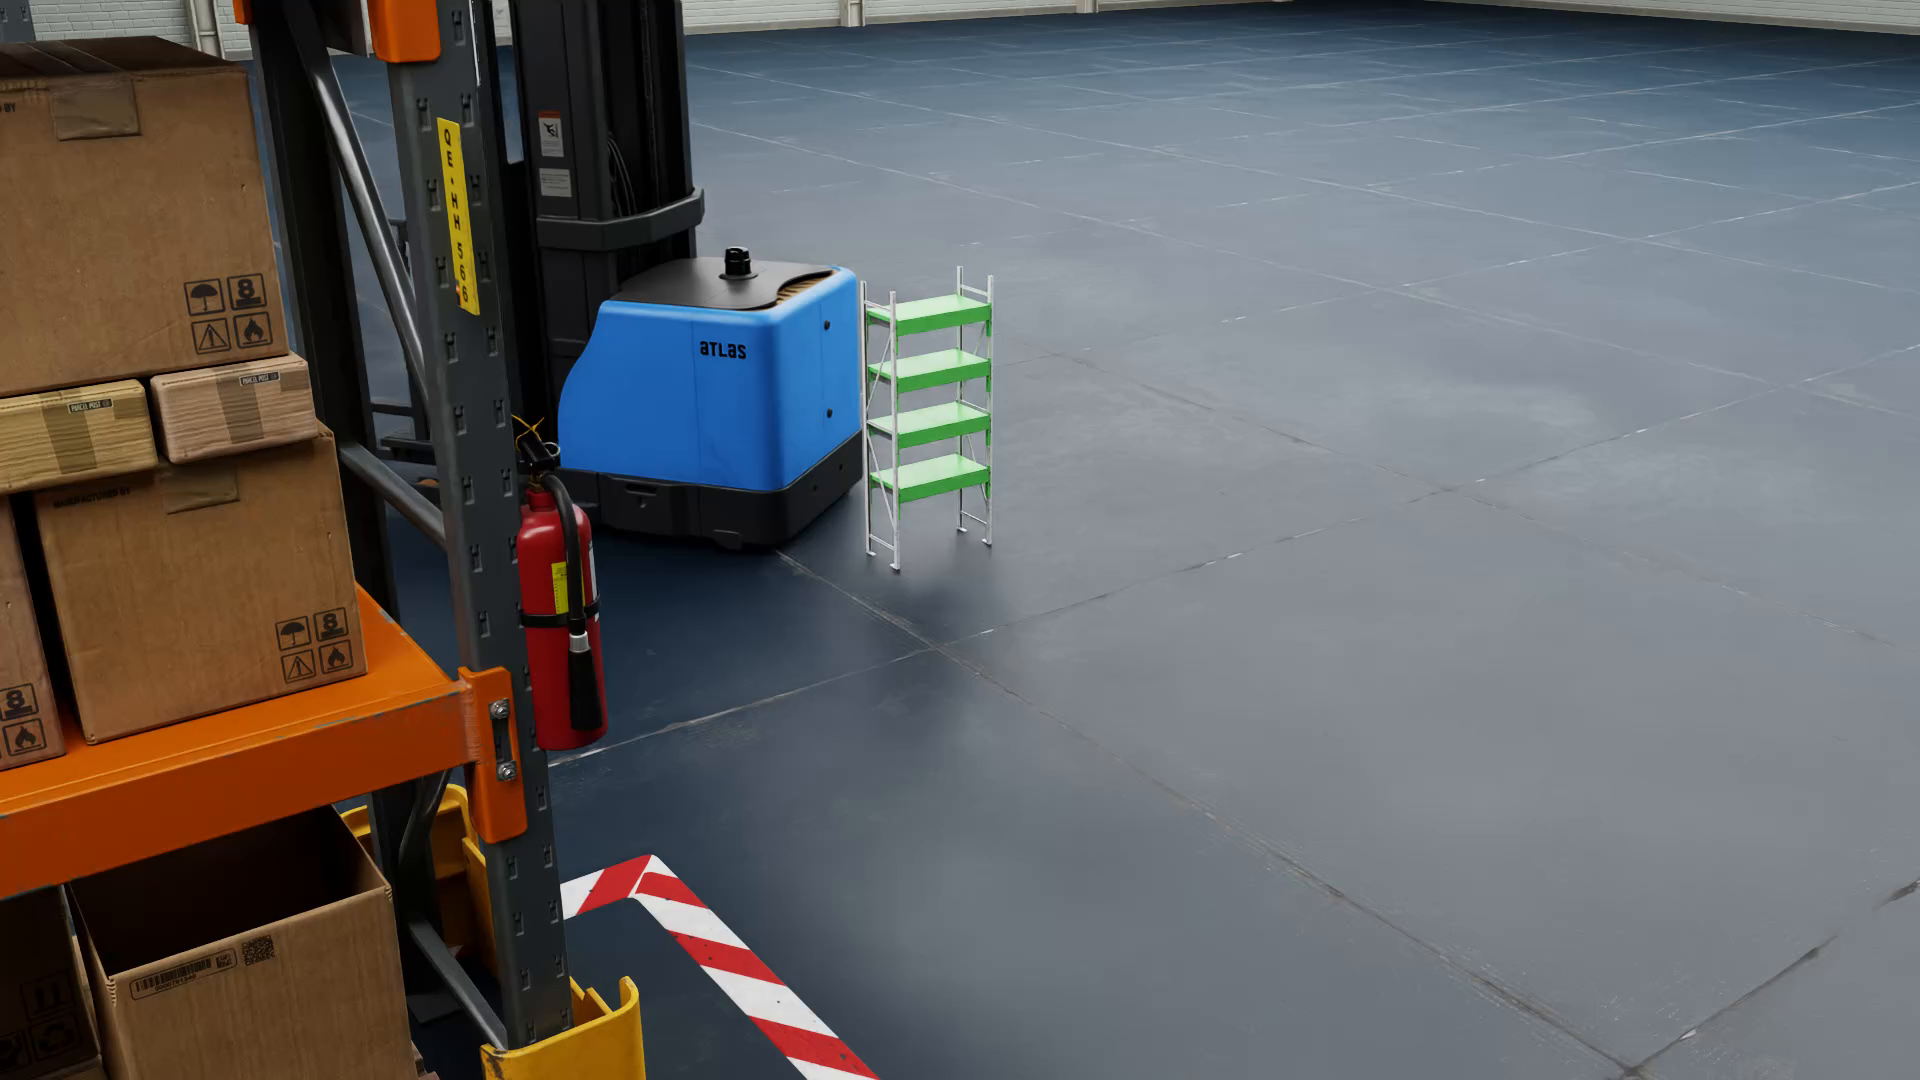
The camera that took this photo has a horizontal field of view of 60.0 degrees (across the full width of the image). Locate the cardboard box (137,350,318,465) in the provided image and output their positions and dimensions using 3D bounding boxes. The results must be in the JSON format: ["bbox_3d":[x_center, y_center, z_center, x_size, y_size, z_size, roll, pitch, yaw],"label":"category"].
[{"bbox_3d":[-1.366,-0.279,3.039,0.250,0.149,0.380,-15,26,-34],"label":"cardboard box"}]

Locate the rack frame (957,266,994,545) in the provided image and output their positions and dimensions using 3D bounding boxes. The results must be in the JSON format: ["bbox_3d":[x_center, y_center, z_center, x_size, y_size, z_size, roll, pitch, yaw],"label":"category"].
[{"bbox_3d":[0.064,-0.574,7.217,0.015,1.200,0.240,-15,26,-33],"label":"rack frame"}]

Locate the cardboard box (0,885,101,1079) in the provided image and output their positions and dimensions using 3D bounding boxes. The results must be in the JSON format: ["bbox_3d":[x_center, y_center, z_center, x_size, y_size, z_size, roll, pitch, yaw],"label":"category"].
[{"bbox_3d":[-2.137,0.820,3.426,0.500,0.500,0.500,-15,26,-33],"label":"cardboard box"}]

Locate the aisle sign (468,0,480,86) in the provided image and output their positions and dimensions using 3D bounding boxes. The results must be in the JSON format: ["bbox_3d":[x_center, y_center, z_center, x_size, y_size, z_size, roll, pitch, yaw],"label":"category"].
[{"bbox_3d":[-0.942,-1.205,2.861,0.004,0.787,0.394,-15,26,-33],"label":"aisle sign"}]

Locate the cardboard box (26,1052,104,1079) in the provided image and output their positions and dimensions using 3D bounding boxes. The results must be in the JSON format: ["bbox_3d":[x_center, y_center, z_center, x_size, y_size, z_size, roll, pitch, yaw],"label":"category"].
[{"bbox_3d":[-2.136,1.169,3.564,0.500,0.250,0.500,-15,26,-33],"label":"cardboard box"}]

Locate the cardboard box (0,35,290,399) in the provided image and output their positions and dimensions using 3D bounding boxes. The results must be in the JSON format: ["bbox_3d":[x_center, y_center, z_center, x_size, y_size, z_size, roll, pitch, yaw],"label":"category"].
[{"bbox_3d":[-1.597,-0.612,2.998,0.500,0.500,0.700,-15,26,-33],"label":"cardboard box"}]

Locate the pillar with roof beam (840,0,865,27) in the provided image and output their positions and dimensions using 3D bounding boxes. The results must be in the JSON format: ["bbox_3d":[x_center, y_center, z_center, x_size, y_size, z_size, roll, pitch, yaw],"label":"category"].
[{"bbox_3d":[0.395,-13.035,27.919,0.400,9.000,9.100,-15,26,-33],"label":"pillar with roof beam"}]

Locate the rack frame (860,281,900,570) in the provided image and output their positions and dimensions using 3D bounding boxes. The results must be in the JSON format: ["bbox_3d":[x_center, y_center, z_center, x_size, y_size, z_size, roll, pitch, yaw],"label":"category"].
[{"bbox_3d":[-0.332,-0.469,6.952,0.015,1.200,0.240,-15,26,-33],"label":"rack frame"}]

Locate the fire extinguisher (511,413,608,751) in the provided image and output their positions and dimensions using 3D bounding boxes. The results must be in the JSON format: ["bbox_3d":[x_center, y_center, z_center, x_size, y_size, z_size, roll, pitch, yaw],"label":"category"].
[{"bbox_3d":[-0.800,0.078,3.257,0.183,0.674,0.296,-15,26,-33],"label":"fire extinguisher"}]

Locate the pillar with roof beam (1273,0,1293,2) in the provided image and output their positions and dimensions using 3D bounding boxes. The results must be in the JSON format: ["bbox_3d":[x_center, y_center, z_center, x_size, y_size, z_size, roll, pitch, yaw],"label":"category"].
[{"bbox_3d":[10.136,-15.632,34.429,0.400,9.000,9.100,-15,26,-33],"label":"pillar with roof beam"}]

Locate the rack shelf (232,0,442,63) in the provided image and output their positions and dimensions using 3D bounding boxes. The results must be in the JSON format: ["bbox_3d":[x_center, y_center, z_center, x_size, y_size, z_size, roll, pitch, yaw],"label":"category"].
[{"bbox_3d":[-2.791,-0.698,2.022,4.000,0.370,1.077,-15,26,-33],"label":"rack shelf"}]

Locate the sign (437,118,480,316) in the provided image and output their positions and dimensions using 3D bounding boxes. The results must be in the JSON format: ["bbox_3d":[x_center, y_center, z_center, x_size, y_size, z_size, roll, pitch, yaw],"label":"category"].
[{"bbox_3d":[-0.862,-0.553,2.854,0.005,0.325,0.100,-15,26,-33],"label":"sign"}]

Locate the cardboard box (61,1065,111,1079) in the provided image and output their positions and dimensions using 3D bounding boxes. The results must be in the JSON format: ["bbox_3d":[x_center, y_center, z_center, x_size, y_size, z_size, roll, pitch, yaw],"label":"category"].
[{"bbox_3d":[-1.829,1.327,3.167,0.500,0.250,0.500,-15,26,-33],"label":"cardboard box"}]

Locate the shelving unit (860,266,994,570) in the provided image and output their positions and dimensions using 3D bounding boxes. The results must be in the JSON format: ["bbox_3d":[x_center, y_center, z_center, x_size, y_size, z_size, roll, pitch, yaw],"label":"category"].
[{"bbox_3d":[-0.134,-0.521,7.084,0.503,1.200,0.258,-15,26,-33],"label":"shelving unit"}]

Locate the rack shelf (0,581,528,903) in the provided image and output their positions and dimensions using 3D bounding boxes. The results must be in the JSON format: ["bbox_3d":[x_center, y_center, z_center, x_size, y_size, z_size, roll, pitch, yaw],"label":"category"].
[{"bbox_3d":[-2.791,0.695,2.577,4.000,0.370,1.077,-15,26,-33],"label":"rack shelf"}]

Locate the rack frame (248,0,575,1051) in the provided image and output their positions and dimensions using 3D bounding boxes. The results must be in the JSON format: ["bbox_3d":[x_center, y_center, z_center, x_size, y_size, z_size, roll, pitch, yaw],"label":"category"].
[{"bbox_3d":[-1.167,-0.072,3.529,0.127,3.000,1.000,-15,26,-33],"label":"rack frame"}]

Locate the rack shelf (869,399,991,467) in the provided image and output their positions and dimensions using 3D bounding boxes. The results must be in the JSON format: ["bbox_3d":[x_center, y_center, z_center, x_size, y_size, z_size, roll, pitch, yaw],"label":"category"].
[{"bbox_3d":[-0.134,-0.462,7.108,0.480,0.148,0.258,-15,26,-33],"label":"rack shelf"}]

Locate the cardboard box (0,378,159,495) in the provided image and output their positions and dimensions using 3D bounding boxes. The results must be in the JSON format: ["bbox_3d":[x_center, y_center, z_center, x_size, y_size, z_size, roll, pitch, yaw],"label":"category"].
[{"bbox_3d":[-1.578,-0.222,2.896,0.250,0.149,0.380,-14,26,-32],"label":"cardboard box"}]

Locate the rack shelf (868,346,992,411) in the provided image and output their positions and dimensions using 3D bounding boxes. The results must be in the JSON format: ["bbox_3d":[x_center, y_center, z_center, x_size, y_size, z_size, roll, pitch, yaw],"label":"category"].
[{"bbox_3d":[-0.134,-0.685,7.019,0.480,0.148,0.258,-15,26,-33],"label":"rack shelf"}]

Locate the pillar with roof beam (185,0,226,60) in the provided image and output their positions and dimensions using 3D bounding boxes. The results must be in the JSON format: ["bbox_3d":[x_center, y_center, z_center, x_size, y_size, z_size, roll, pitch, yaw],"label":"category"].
[{"bbox_3d":[-9.346,-10.437,21.410,0.400,9.000,9.100,-15,26,-33],"label":"pillar with roof beam"}]

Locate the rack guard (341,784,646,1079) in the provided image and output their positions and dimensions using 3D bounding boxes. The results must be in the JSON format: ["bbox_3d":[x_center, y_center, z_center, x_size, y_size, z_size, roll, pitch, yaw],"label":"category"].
[{"bbox_3d":[-1.148,1.084,4.005,0.348,0.500,1.175,-15,26,-33],"label":"rack guard"}]

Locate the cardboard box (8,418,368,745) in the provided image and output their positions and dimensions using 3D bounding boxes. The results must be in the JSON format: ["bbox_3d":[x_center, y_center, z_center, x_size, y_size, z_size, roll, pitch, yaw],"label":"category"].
[{"bbox_3d":[-1.554,-0.021,3.267,0.500,0.500,0.700,-15,26,-33],"label":"cardboard box"}]

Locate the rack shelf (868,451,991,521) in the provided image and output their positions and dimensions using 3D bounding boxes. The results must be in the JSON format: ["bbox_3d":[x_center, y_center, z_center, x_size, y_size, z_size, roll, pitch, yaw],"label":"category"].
[{"bbox_3d":[-0.134,-0.239,7.197,0.480,0.148,0.258,-15,26,-33],"label":"rack shelf"}]

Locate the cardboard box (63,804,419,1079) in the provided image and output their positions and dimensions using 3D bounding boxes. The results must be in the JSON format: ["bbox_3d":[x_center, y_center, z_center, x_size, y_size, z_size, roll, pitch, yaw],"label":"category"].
[{"bbox_3d":[-1.429,0.868,3.307,0.500,0.500,0.500,-15,26,-33],"label":"cardboard box"}]

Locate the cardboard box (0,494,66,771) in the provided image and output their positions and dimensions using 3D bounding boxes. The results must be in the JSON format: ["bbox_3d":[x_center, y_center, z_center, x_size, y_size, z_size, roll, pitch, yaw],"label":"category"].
[{"bbox_3d":[-1.977,0.094,2.978,0.500,0.500,0.700,-14,26,-31],"label":"cardboard box"}]

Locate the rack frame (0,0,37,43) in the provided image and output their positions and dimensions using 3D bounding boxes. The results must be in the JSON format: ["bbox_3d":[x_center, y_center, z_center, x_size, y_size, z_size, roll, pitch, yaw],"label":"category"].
[{"bbox_3d":[-4.057,-1.563,7.265,0.127,3.000,1.000,-15,26,-33],"label":"rack frame"}]

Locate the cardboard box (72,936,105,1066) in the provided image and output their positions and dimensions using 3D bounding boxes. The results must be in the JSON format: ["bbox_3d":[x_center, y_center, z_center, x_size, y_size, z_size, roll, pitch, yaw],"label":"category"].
[{"bbox_3d":[-1.733,1.059,3.838,0.500,0.250,0.500,-15,26,-33],"label":"cardboard box"}]

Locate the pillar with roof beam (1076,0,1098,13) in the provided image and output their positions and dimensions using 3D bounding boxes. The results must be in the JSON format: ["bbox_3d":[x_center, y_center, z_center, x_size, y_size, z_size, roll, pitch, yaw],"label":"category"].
[{"bbox_3d":[5.265,-14.333,31.174,0.400,9.000,9.100,-15,26,-33],"label":"pillar with roof beam"}]

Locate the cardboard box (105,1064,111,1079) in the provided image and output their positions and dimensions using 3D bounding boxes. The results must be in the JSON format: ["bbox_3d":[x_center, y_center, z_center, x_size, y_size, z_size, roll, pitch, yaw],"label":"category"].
[{"bbox_3d":[-1.430,1.215,3.447,0.500,0.250,0.500,-15,26,-33],"label":"cardboard box"}]

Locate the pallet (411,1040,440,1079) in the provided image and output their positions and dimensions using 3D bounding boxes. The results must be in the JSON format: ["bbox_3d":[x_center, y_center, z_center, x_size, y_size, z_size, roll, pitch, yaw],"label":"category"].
[{"bbox_3d":[-1.764,1.401,3.599,1.213,0.211,1.003,-15,26,-33],"label":"pallet"}]

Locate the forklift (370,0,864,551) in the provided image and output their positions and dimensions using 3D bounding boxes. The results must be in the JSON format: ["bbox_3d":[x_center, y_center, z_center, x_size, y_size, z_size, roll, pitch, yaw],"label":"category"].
[{"bbox_3d":[-2.033,-1.627,7.518,3.031,2.935,1.130,7,23,17],"label":"forklift"}]

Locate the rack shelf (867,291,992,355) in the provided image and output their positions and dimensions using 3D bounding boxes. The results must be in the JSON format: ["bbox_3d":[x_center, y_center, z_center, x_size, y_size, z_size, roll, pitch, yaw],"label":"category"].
[{"bbox_3d":[-0.134,-0.908,6.930,0.480,0.148,0.258,-15,26,-33],"label":"rack shelf"}]

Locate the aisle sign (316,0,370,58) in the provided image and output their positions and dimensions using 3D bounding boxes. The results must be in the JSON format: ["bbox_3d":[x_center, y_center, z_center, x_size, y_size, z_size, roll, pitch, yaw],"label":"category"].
[{"bbox_3d":[-1.293,-1.386,3.314,0.004,0.787,0.394,-15,26,-33],"label":"aisle sign"}]
